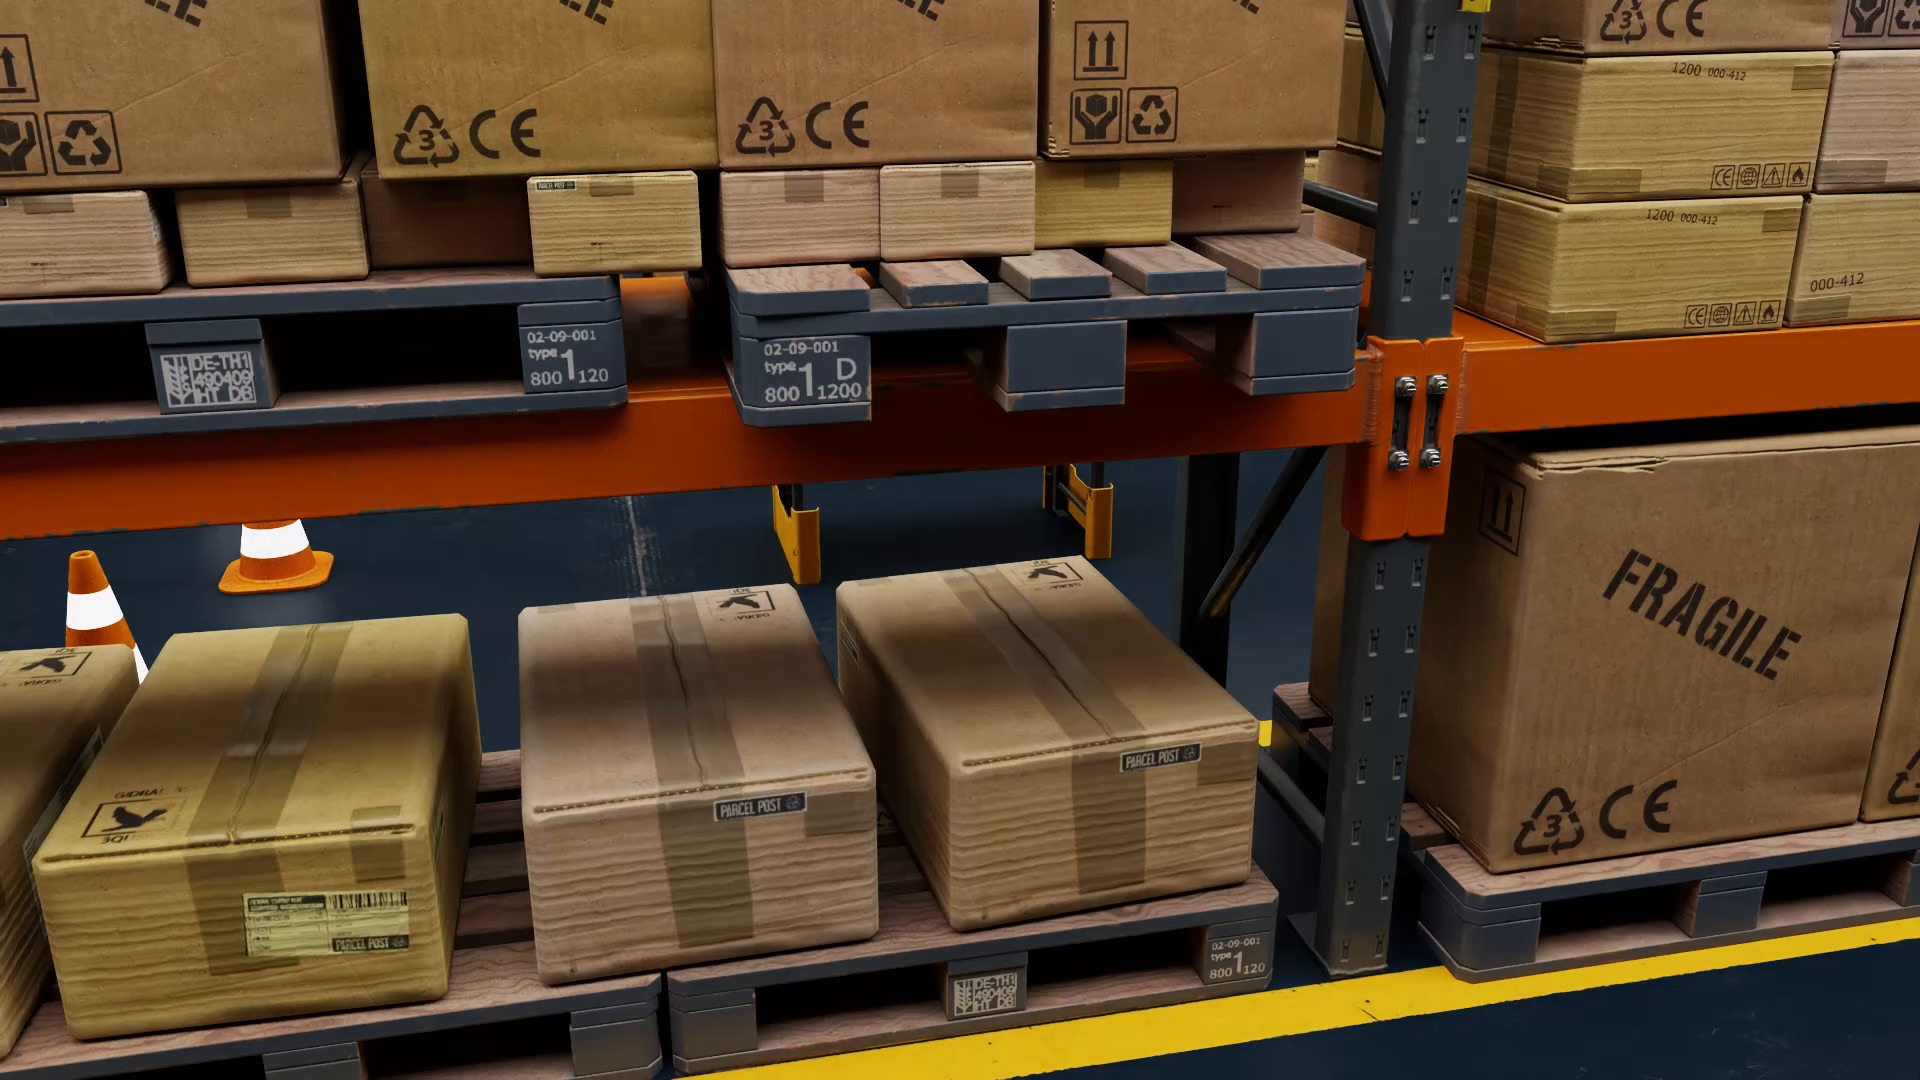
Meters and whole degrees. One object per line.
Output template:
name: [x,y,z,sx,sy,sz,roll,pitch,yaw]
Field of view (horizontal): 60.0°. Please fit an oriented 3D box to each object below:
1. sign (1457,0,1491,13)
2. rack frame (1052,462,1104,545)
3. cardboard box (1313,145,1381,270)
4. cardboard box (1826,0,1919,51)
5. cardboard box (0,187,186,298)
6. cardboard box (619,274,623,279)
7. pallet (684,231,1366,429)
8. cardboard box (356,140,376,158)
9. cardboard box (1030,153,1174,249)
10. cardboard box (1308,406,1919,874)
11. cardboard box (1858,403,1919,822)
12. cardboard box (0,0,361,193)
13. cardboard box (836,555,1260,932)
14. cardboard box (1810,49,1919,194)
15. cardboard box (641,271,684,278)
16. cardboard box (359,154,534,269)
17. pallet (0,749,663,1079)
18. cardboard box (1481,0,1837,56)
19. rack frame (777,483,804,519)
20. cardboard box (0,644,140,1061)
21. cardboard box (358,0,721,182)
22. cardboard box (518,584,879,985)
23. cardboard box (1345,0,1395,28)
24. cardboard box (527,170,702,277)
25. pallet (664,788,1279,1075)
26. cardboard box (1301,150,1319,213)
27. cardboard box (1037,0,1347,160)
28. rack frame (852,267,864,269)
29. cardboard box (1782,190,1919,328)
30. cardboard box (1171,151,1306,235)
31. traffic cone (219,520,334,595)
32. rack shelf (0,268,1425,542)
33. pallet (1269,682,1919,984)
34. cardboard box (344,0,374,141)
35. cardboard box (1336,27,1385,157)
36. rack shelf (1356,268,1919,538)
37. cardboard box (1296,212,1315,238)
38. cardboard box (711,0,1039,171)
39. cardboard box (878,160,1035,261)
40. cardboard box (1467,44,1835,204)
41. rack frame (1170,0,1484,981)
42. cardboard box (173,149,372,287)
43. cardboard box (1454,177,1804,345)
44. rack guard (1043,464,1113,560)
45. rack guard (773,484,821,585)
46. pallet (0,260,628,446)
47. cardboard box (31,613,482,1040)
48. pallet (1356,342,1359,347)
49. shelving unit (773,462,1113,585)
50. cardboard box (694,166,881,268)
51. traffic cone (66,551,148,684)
sign: [0.832,-1.012,2.648,0.005,0.325,0.100,-5,21,-12]
rack frame: [0.412,-0.738,5.648,0.032,1.500,0.500,-5,21,-12]
cardboard box: [1.131,-0.743,3.699,0.500,0.250,0.500,-5,21,-14]
cardboard box: [1.715,-1.202,3.137,0.500,0.500,0.500,-5,21,-12]
cardboard box: [-1.309,-0.481,2.521,0.250,0.149,0.380,-4,20,-10]
cardboard box: [-2.002,-1.388,7.902,0.750,0.750,1.050,-4,21,-12]
pallet: [0.029,-0.504,3.109,1.003,0.211,1.213,-5,21,-12]
cardboard box: [-0.975,-0.689,3.090,0.250,0.149,0.380,-4,20,-10]
cardboard box: [0.189,-0.615,2.888,0.250,0.149,0.380,-4,21,-12]
cardboard box: [1.390,0.087,3.694,0.875,0.875,0.875,-5,21,-13]
cardboard box: [2.259,0.018,3.883,0.875,0.875,0.875,-4,21,-12]
cardboard box: [-1.203,-0.813,2.485,0.500,0.500,0.500,-6,21,-15]
cardboard box: [0.146,0.392,3.594,0.625,0.372,0.950,-6,21,-16]
cardboard box: [1.752,-0.849,3.261,0.500,0.250,0.500,-4,21,-11]
cardboard box: [-1.152,-1.458,8.094,0.750,0.750,1.050,-5,21,-13]
cardboard box: [-0.831,-0.559,2.734,0.250,0.149,0.380,-4,21,-12]
pallet: [-1.247,0.780,3.379,1.213,0.211,1.003,-5,21,-12]
cardboard box: [1.235,-1.160,3.021,0.500,0.500,0.500,-5,21,-14]
rack frame: [-0.578,-0.657,5.428,0.032,1.500,0.500,-5,21,-12]
cardboard box: [-1.986,0.567,3.117,0.625,0.372,0.950,-3,20,-9]
cardboard box: [-0.672,-0.856,2.602,0.500,0.500,0.500,-6,21,-16]
cardboard box: [-0.570,0.453,3.427,0.625,0.372,0.950,-5,21,-14]
cardboard box: [1.141,-1.331,3.489,0.500,0.500,0.500,-5,21,-14]
cardboard box: [-0.557,-0.537,2.673,0.250,0.149,0.380,-4,21,-12]
pallet: [-0.062,0.684,3.639,1.213,0.211,1.003,-5,21,-12]
cardboard box: [1.673,-1.801,8.304,0.500,0.250,0.500,-6,21,-15]
cardboard box: [0.320,-0.941,2.834,0.500,0.500,0.500,-5,21,-14]
rack frame: [-0.539,-2.335,7.829,0.127,3.000,1.000,-5,21,-12]
cardboard box: [1.728,-0.617,3.356,0.500,0.250,0.500,-5,21,-14]
cardboard box: [0.434,-0.661,3.012,0.250,0.149,0.380,-4,20,-10]
traffic cone: [-2.258,-0.103,5.423,0.334,0.463,0.336,-5,21,-12]
rack shelf: [-1.248,-0.190,3.019,4.000,0.370,1.077,-5,21,-12]
pallet: [1.483,0.586,3.908,1.213,0.211,1.003,-5,21,-12]
cardboard box: [-1.302,-0.987,2.960,0.500,0.500,0.500,-5,21,-15]
cardboard box: [1.111,-0.974,3.604,0.500,0.250,0.500,-5,21,-13]
rack shelf: [2.645,-0.507,3.883,4.000,0.370,1.077,-5,21,-12]
cardboard box: [1.692,-1.453,8.443,0.500,0.500,0.500,-5,21,-14]
cardboard box: [-0.181,-0.896,2.713,0.500,0.500,0.500,-5,21,-13]
cardboard box: [-0.046,-0.580,2.793,0.250,0.149,0.380,-5,21,-13]
cardboard box: [1.248,-0.808,3.151,0.500,0.250,0.500,-5,21,-13]
rack frame: [0.698,-0.686,3.327,0.127,3.000,1.000,-5,21,-12]
cardboard box: [-1.056,-0.512,2.605,0.250,0.149,0.380,-5,21,-14]
cardboard box: [1.233,-0.570,3.229,0.500,0.250,0.500,-5,21,-13]
rack guard: [0.410,-0.151,5.863,0.087,0.250,0.587,-5,21,-12]
rack guard: [-0.559,-0.072,5.648,0.087,0.250,0.587,-5,21,-12]
pallet: [-1.219,-0.426,2.895,1.213,0.211,1.003,-5,21,-12]
cardboard box: [-1.309,0.511,3.268,0.625,0.372,0.950,-4,20,-11]
pallet: [1.407,-1.183,8.736,1.213,0.211,1.003,-5,21,-12]
shelving unit: [-0.074,-0.698,5.540,1.083,1.500,0.587,-5,21,-12]
cardboard box: [-0.292,-0.563,2.746,0.250,0.149,0.380,-6,21,-15]
traffic cone: [-2.310,0.255,4.446,0.334,0.463,0.336,-5,21,-12]
